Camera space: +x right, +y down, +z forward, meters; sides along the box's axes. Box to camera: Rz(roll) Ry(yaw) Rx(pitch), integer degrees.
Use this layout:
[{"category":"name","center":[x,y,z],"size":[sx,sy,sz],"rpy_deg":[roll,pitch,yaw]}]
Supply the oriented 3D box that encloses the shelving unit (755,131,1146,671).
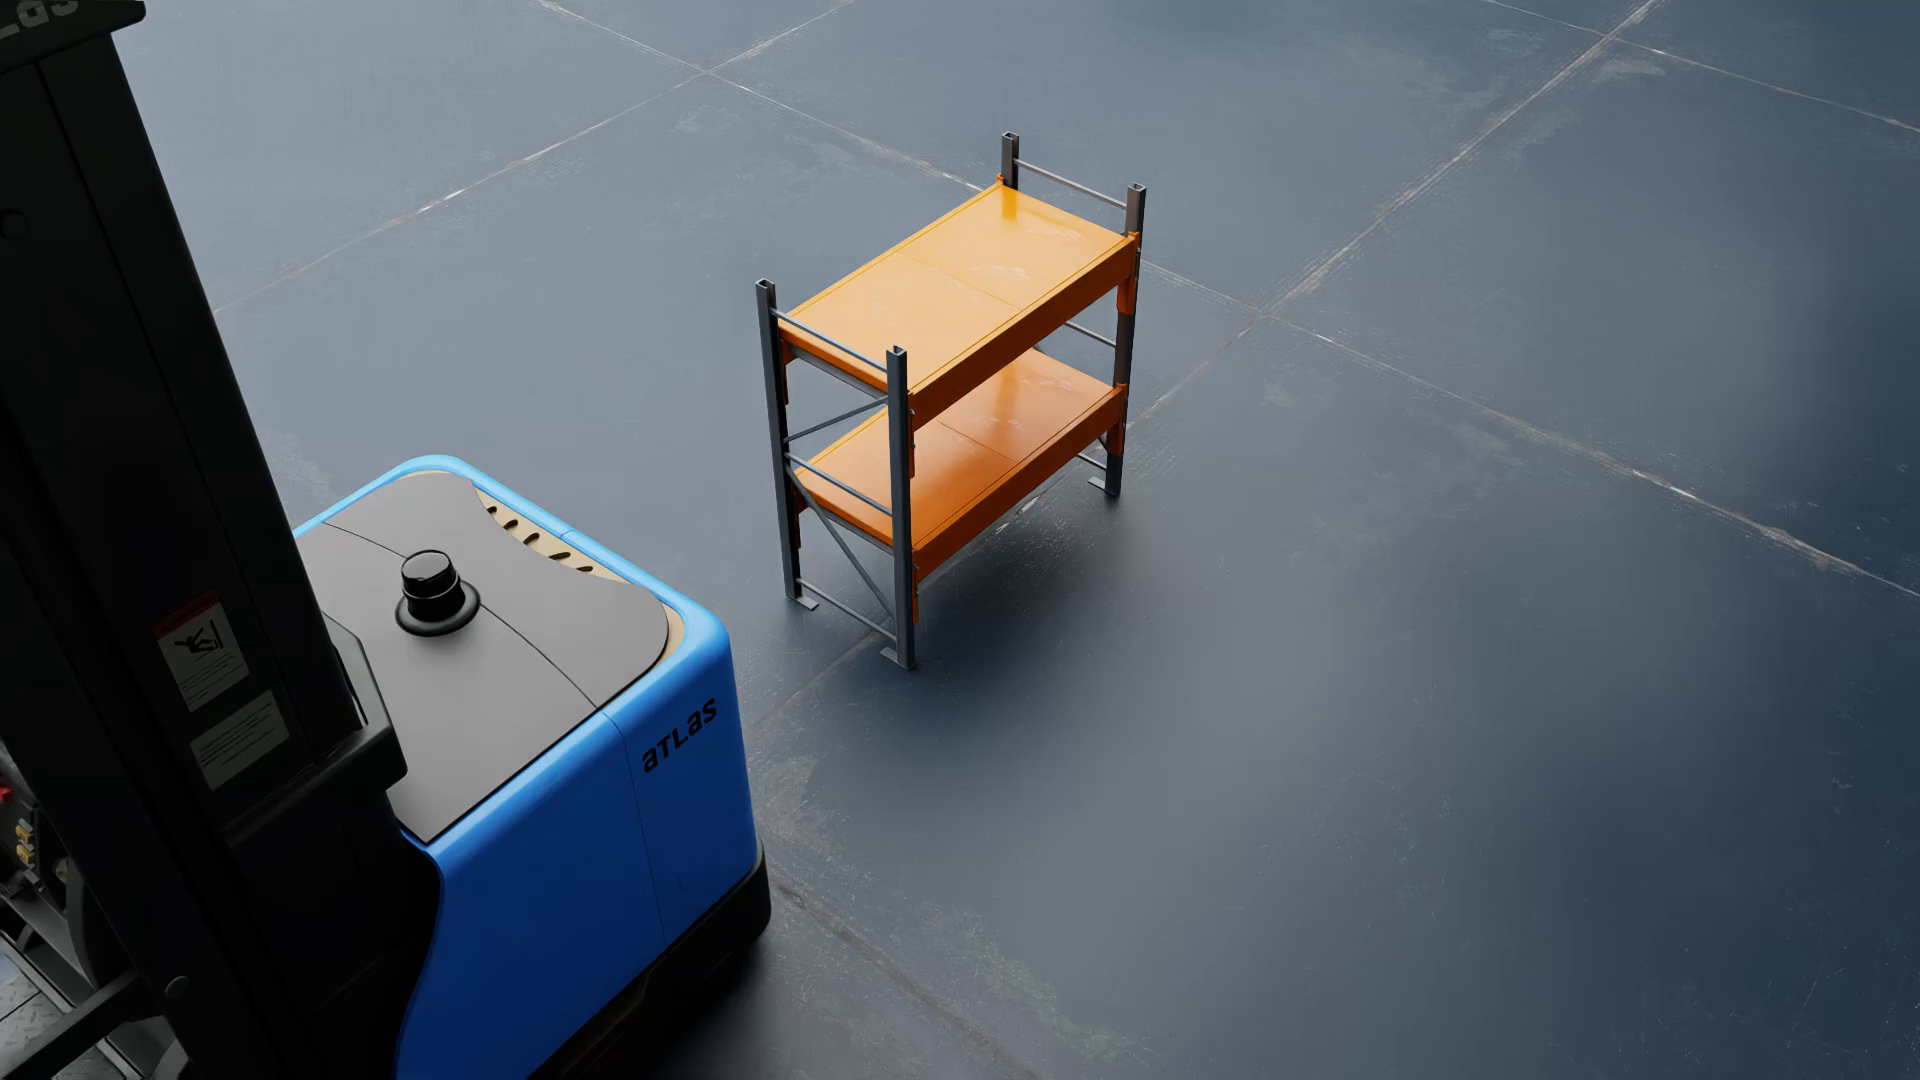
[{"category":"shelving unit","center":[-0.004,-0.413,4.868],"size":[0.538,1.125,1.048],"rpy_deg":[29,50,28]}]

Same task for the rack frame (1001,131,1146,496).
[{"category":"rack frame","center":[0.323,-0.674,5.156],"size":[0.500,1.125,0.032],"rpy_deg":[29,50,28]}]

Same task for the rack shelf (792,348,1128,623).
[{"category":"rack shelf","center":[-0.004,-0.232,5.032],"size":[0.538,0.278,1.000],"rpy_deg":[29,50,28]}]

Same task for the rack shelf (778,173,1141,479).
[{"category":"rack shelf","center":[-0.004,-0.629,4.671],"size":[0.538,0.278,1.000],"rpy_deg":[29,50,28]}]

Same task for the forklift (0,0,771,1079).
[{"category":"forklift","center":[-1.775,0.463,2.562],"size":[1.130,2.935,3.031],"rpy_deg":[28,49,27]}]

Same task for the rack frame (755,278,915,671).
[{"category":"rack frame","center":[-0.332,-0.151,4.580],"size":[0.500,1.125,0.032],"rpy_deg":[29,50,28]}]
